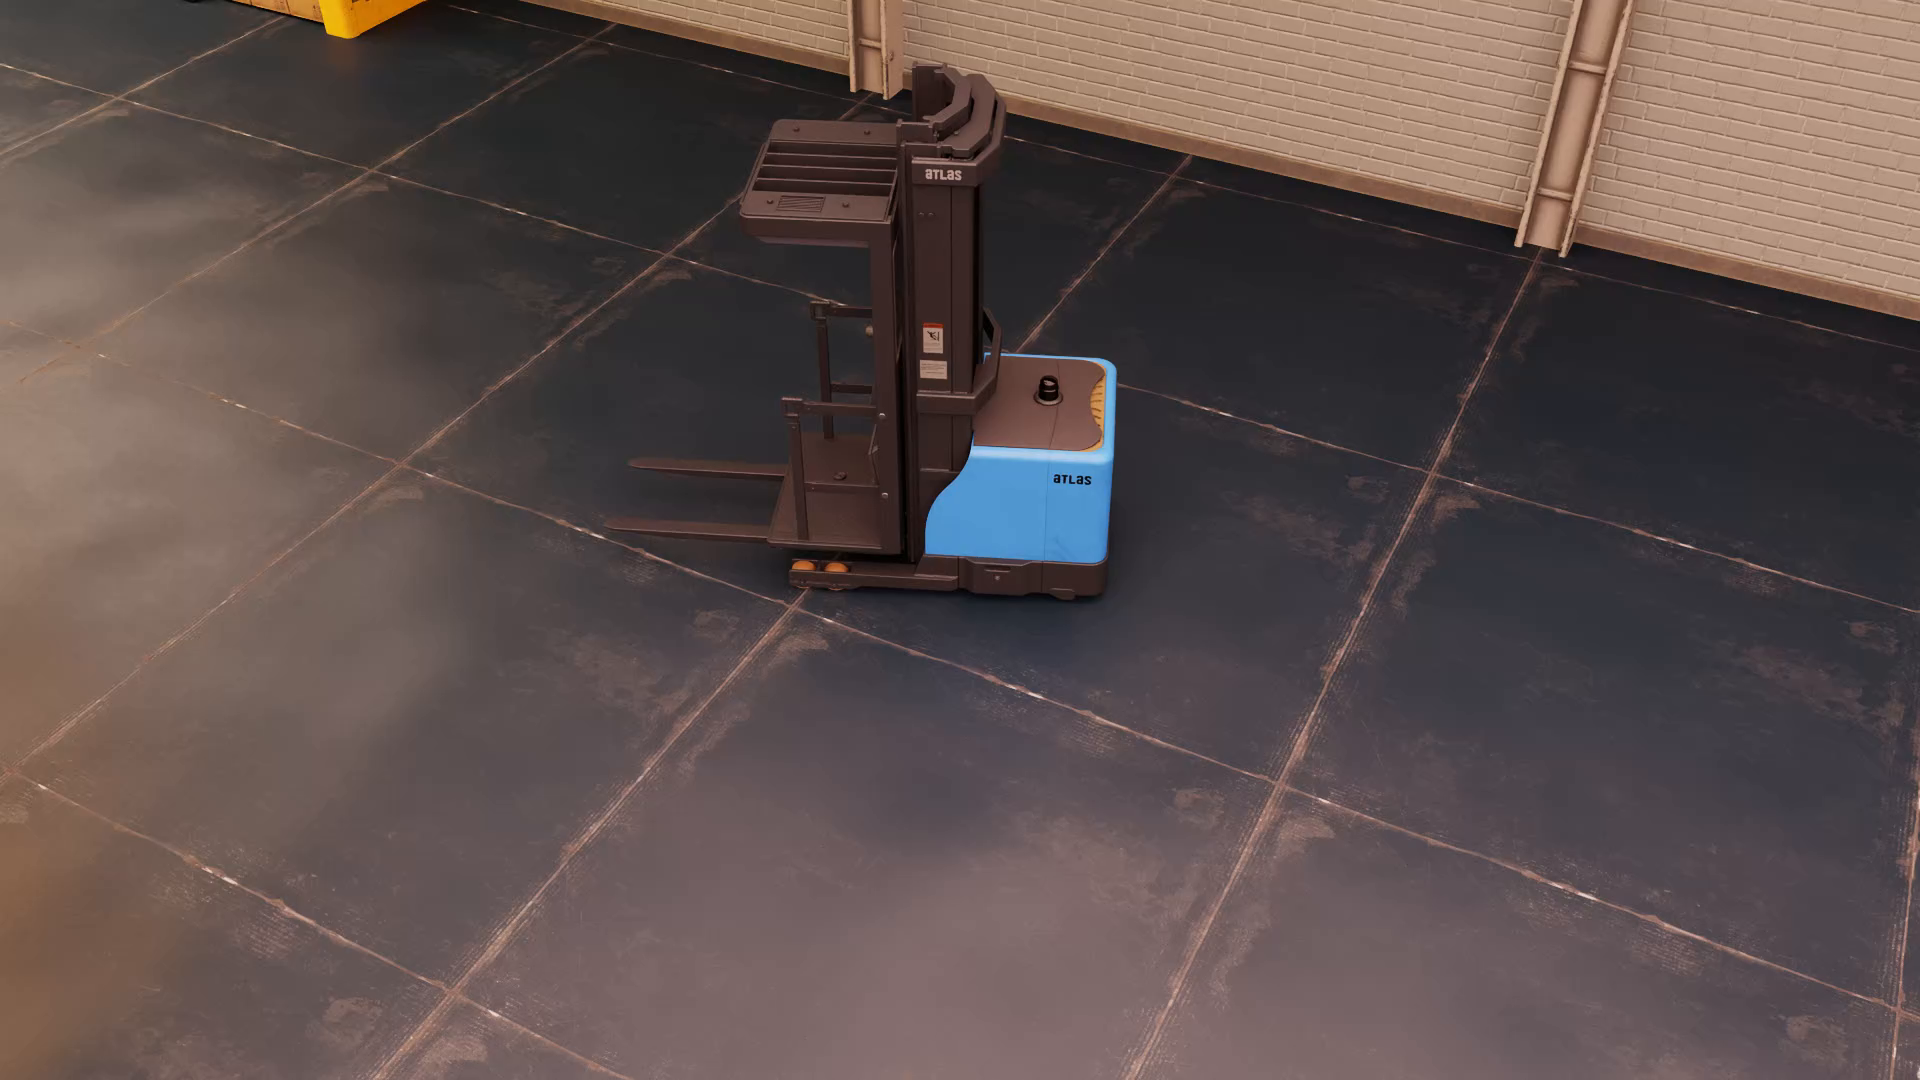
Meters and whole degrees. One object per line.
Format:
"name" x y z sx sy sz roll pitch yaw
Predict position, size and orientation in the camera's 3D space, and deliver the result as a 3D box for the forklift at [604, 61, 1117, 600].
"forklift" -0.606 -1.157 9.360 3.031 2.935 1.130 3 40 4
